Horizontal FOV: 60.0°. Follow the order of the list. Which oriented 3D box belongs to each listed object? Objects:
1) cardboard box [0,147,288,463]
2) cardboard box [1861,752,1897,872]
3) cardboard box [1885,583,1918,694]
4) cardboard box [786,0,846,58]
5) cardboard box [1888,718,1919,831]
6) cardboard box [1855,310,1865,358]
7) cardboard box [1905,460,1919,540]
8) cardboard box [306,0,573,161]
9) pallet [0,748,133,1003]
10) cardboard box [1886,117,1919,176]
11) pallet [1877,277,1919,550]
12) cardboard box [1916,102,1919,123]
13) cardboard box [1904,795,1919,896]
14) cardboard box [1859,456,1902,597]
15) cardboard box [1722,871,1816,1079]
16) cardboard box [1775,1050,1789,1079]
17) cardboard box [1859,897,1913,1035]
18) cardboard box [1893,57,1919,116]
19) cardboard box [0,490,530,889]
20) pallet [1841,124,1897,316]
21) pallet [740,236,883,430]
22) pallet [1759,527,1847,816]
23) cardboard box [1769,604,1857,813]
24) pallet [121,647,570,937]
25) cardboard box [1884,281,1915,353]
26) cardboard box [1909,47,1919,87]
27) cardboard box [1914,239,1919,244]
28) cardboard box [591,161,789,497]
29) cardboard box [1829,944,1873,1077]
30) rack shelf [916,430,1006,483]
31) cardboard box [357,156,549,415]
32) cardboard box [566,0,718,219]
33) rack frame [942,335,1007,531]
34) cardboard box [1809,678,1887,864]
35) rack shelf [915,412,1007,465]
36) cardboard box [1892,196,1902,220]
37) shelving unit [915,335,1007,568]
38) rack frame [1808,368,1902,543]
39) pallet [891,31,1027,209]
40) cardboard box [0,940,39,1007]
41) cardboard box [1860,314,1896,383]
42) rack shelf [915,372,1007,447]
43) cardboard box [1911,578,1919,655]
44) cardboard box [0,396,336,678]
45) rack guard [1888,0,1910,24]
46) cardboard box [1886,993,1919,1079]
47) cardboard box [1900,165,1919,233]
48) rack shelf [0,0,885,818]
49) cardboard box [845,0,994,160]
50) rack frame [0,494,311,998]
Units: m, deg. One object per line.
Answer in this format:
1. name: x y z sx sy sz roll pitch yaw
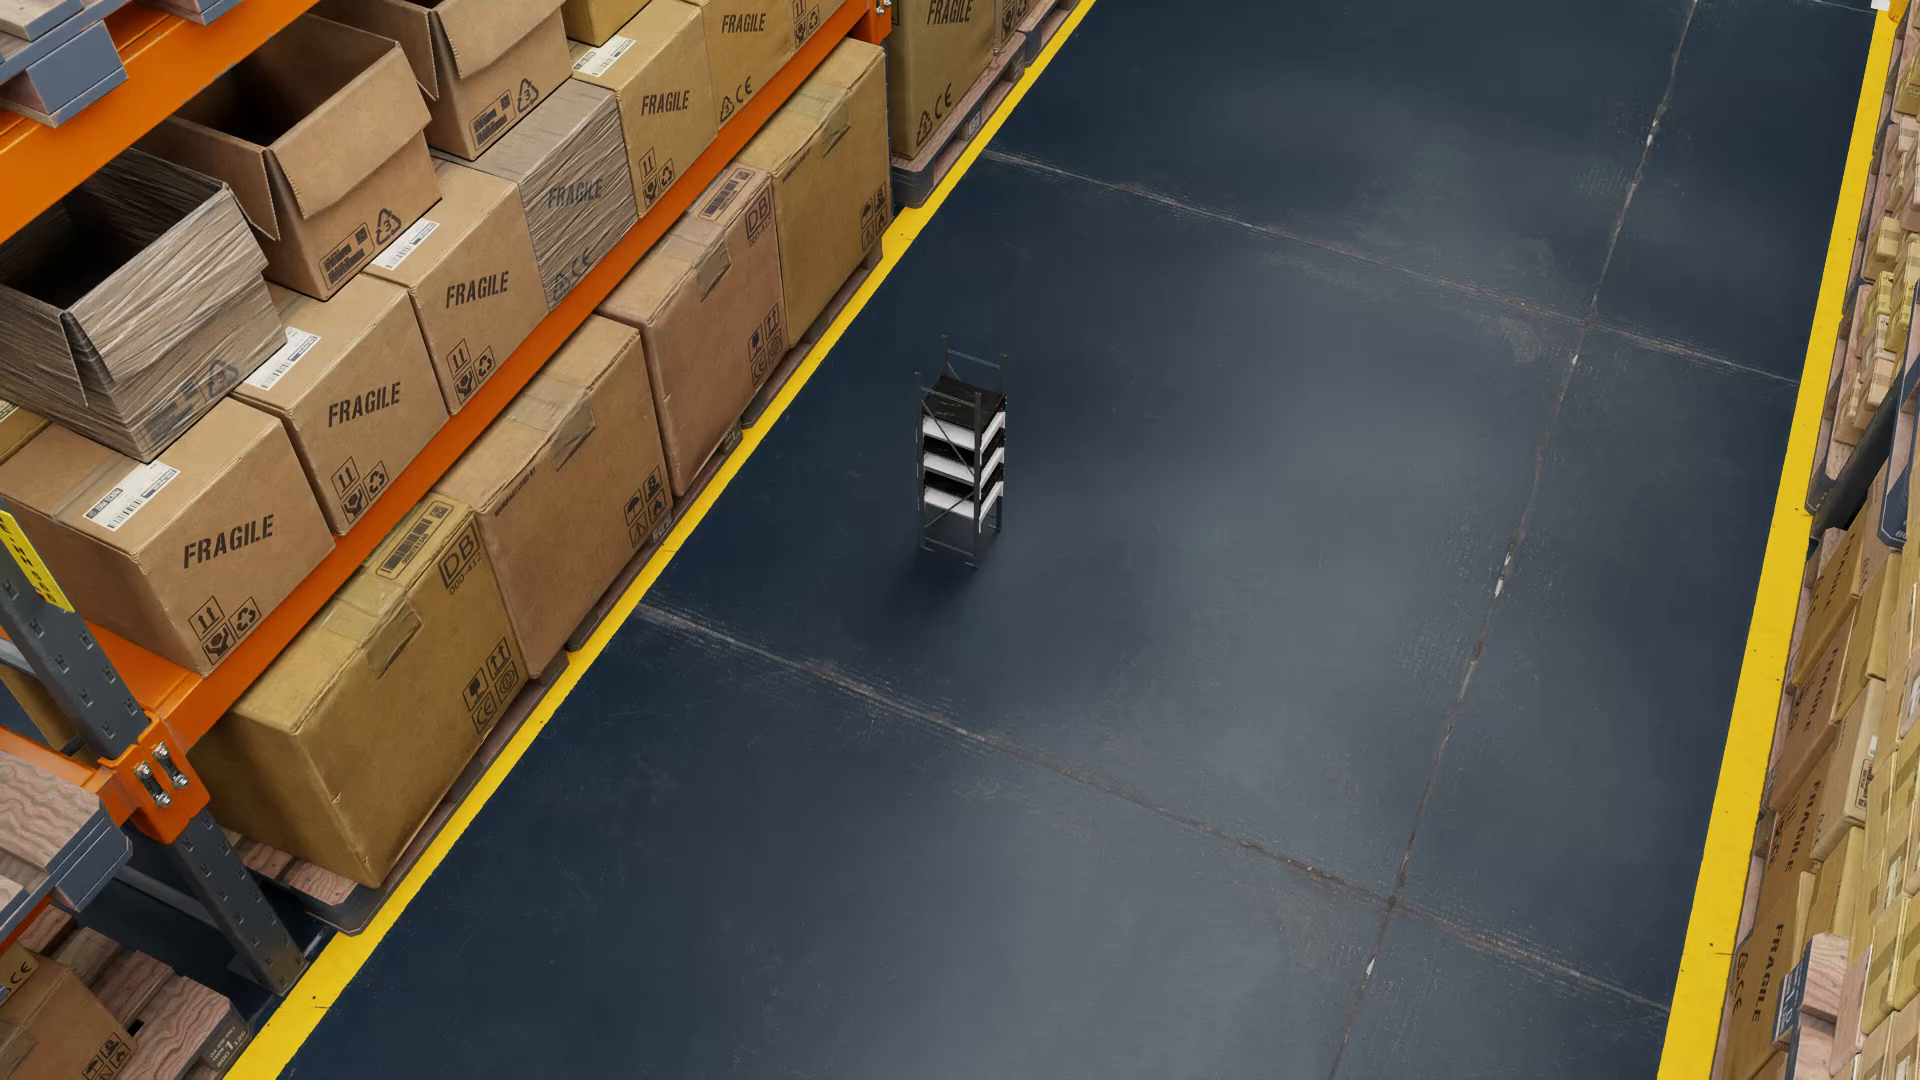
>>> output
1. cardboard box: -2.155 -0.637 4.099 0.797 0.503 0.637 21 53 17
2. cardboard box: 2.195 0.654 3.613 0.380 0.149 0.250 18 52 15
3. cardboard box: 2.420 0.287 3.925 0.380 0.149 0.250 18 52 14
4. cardboard box: -0.726 -2.158 6.051 0.500 0.500 0.500 20 52 16
5. cardboard box: 2.197 0.553 3.504 0.380 0.149 0.250 19 52 16
6. cardboard box: 3.768 -0.801 6.558 0.380 0.149 0.250 18 52 15
7. cardboard box: 2.644 -0.074 4.233 0.380 0.149 0.250 18 52 15
8. cardboard box: -1.594 -1.549 4.874 0.797 0.503 0.637 21 53 17
9. pallet: -2.691 0.806 3.721 1.213 0.211 1.003 20 52 16
10. cardboard box: 4.310 -1.692 7.317 0.380 0.149 0.250 17 52 14
11. pallet: 3.210 -0.312 4.672 1.003 0.211 1.213 20 52 16
12. cardboard box: 4.301 -1.849 7.060 0.380 0.149 0.250 21 53 17
13. cardboard box: 2.086 0.630 3.243 0.380 0.149 0.250 21 53 17
14. cardboard box: 3.113 0.001 5.153 0.500 0.250 0.500 18 52 15
15. cardboard box: 2.440 1.312 4.530 0.500 0.500 0.500 18 52 14
16. cardboard box: 2.220 1.425 3.941 0.500 0.250 0.500 20 53 17
17. cardboard box: 1.981 0.896 3.212 0.380 0.149 0.250 21 53 17
18. cardboard box: 4.517 -2.042 7.614 0.380 0.149 0.250 20 53 17
19. cardboard box: -2.169 0.302 5.143 1.225 0.875 0.875 18 52 14
20. pallet: 4.443 -1.266 7.189 1.003 0.211 1.213 20 52 16
21. pallet: -1.035 -1.077 7.028 1.003 0.211 1.213 20 52 16
22. pallet: 3.337 0.587 5.612 1.003 0.211 1.213 20 52 16
23. cardboard box: 2.888 0.609 5.128 0.500 0.500 0.500 22 53 18
24. pallet: -2.077 0.603 5.598 1.003 0.211 1.213 20 52 16
25. cardboard box: 3.658 -0.776 6.147 0.380 0.149 0.250 20 53 17
26. cardboard box: 4.520 -2.130 7.493 0.380 0.149 0.250 21 53 17
27. cardboard box: 3.914 -1.003 6.535 0.380 0.149 0.250 20 53 16
28. cardboard box: -1.410 -0.921 6.183 1.225 0.875 0.875 18 52 15
29. cardboard box: 1.971 1.010 3.310 0.380 0.149 0.250 21 53 17
30. rack shelf: 0.003 -0.334 5.869 0.258 0.077 0.200 20 52 16
31. cardboard box: -1.595 -0.770 4.870 0.500 0.500 0.500 19 52 15
32. cardboard box: -1.161 -1.457 5.455 0.500 0.500 0.500 19 52 16
33. rack frame: 0.047 -0.367 5.972 0.240 0.900 0.006 20 52 16
34. cardboard box: 2.666 0.718 4.542 0.500 0.250 0.500 22 53 17
35. rack shelf: 0.003 -0.392 5.800 0.258 0.077 0.200 20 52 16
36. cardboard box: 4.142 -1.316 6.997 0.380 0.149 0.250 21 53 17
37. shelving unit: 0.003 -0.297 5.912 0.258 0.900 0.210 20 52 16
38. rack frame: 3.668 -0.853 5.006 1.000 3.000 0.127 20 52 16
39. pallet: -0.378 -2.131 7.924 1.003 0.211 1.213 20 52 16
40. cardboard box: -2.742 1.114 4.193 0.500 0.250 0.500 22 53 18
41. cardboard box: 3.619 -0.672 6.253 0.380 0.149 0.250 18 52 14
42. rack shelf: 0.003 -0.451 5.732 0.258 0.077 0.200 20 52 16
43. cardboard box: 2.417 0.195 3.808 0.380 0.149 0.250 19 52 15
44. cardboard box: -2.029 -0.060 4.266 0.500 0.500 0.500 21 53 17
45. rack guard: 5.344 -2.745 8.257 1.175 0.500 0.348 20 52 16
46. cardboard box: 1.863 0.995 2.932 0.380 0.149 0.250 19 52 16
47. cardboard box: 3.971 -1.320 6.609 0.380 0.149 0.250 17 52 14
48. rack shelf: -1.628 -0.926 5.541 1.077 0.370 4.000 20 52 16
49. cardboard box: -0.419 -2.412 7.452 0.875 0.875 0.875 20 52 16
50. rack frame: -2.482 0.218 4.095 1.000 3.000 0.127 20 52 16
